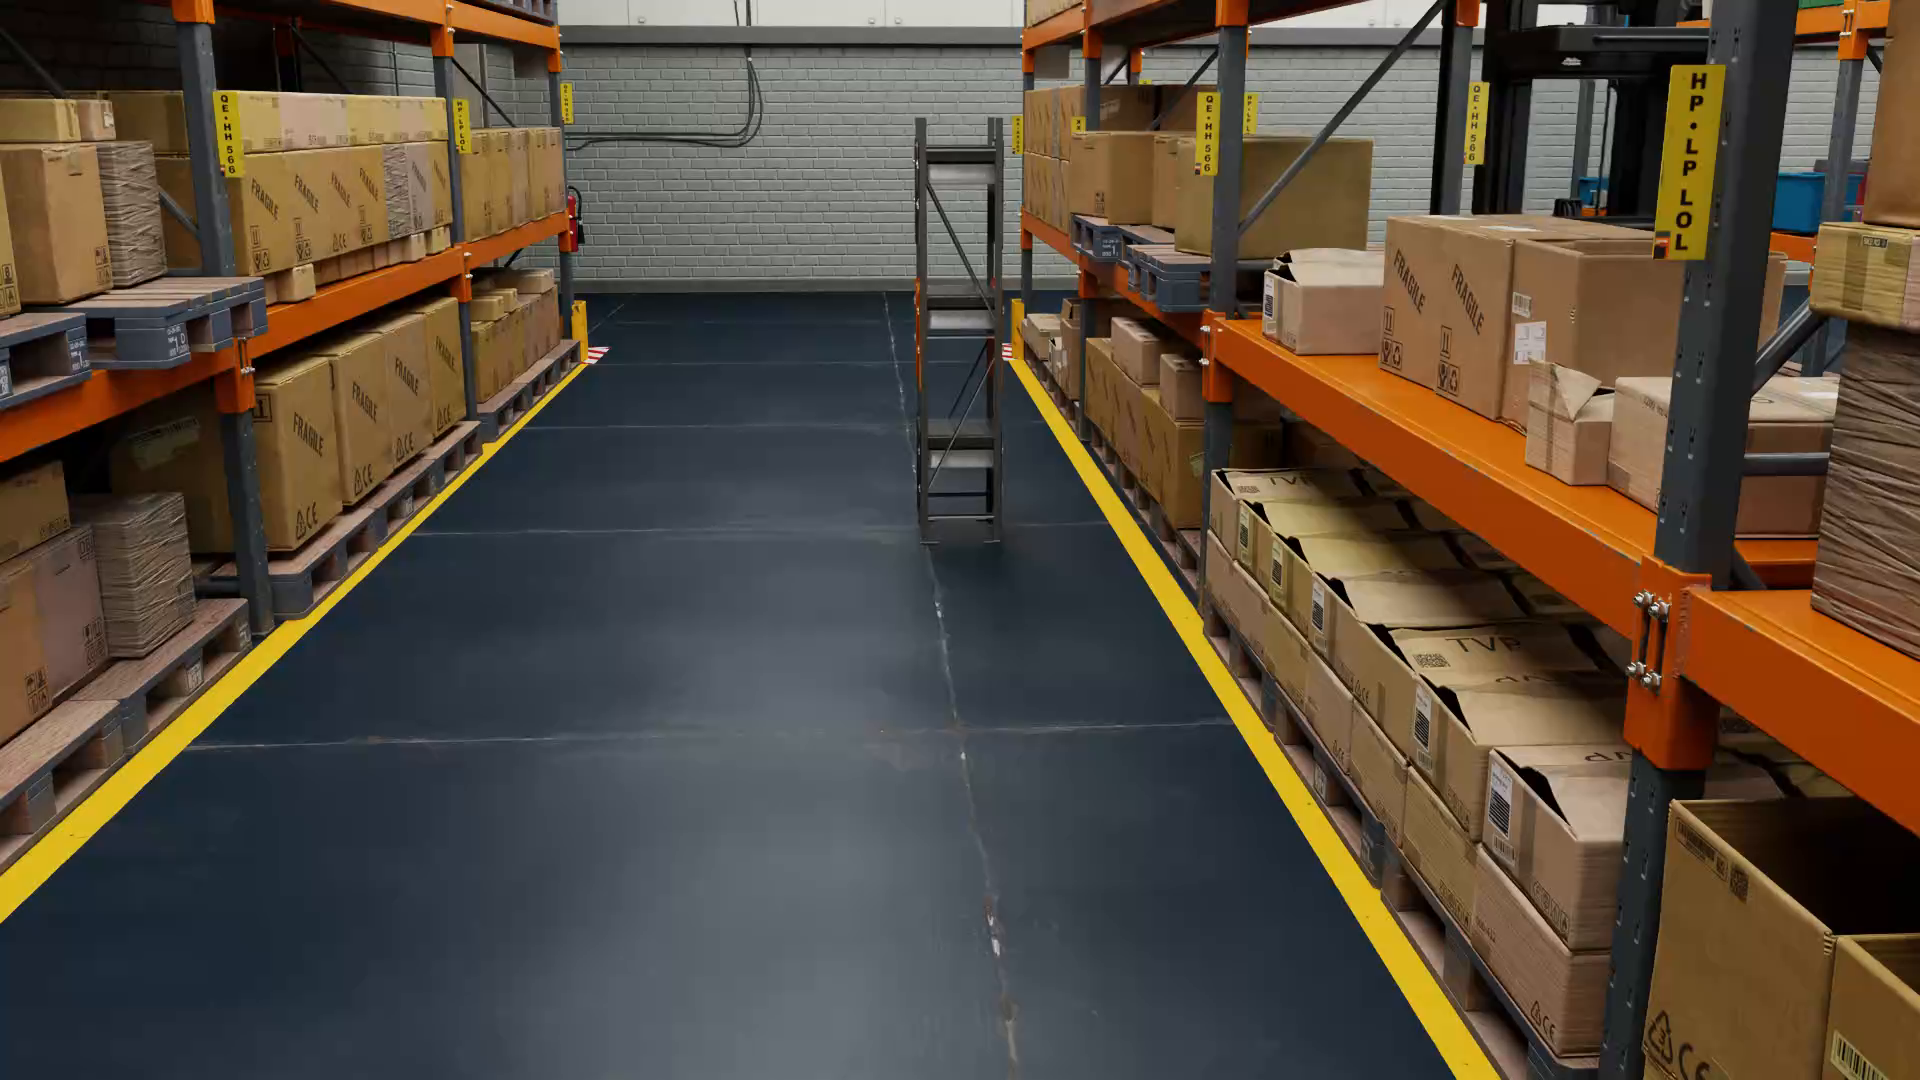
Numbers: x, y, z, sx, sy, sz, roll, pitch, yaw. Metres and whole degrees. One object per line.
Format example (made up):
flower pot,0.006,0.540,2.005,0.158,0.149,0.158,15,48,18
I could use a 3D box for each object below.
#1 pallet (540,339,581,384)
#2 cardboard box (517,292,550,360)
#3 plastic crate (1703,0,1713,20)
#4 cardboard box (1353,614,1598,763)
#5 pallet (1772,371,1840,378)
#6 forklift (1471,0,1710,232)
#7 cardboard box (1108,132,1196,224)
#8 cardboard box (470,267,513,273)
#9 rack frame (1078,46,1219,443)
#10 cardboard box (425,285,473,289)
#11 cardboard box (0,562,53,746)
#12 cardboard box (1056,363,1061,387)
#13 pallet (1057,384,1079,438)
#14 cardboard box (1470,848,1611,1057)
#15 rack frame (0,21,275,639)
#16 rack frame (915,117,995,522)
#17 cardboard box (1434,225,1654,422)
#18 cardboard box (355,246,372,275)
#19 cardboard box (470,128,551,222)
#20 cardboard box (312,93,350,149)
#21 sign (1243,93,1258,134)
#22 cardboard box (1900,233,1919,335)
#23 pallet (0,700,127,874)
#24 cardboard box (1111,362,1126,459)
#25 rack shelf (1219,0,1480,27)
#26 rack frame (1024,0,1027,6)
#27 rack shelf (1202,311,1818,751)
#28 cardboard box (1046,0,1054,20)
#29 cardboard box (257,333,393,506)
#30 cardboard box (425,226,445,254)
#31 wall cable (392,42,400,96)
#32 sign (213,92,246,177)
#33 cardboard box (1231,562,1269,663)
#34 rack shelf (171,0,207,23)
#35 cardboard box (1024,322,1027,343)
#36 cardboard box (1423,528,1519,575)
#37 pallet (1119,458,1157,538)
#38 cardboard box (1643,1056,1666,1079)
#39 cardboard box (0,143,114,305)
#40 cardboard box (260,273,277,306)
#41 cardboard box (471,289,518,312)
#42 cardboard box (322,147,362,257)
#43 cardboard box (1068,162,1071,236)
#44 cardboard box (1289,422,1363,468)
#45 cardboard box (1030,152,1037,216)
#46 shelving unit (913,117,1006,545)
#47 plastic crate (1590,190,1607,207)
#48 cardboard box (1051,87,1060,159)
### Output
pallet,-3.768,-1.492,13.903,1.003,0.211,1.213,-1,14,-3
cardboard box,-3.721,-1.736,13.428,0.700,0.500,0.500,-1,14,-4
plastic crate,5.822,-4.033,12.398,0.437,0.282,0.530,-1,14,-3
cardboard box,1.414,0.374,4.605,0.500,0.311,0.500,-1,14,-4
pallet,6.156,-1.030,12.107,1.003,0.211,1.213,-1,14,-3
forklift,3.128,-1.396,8.071,1.130,2.935,3.031,-1,14,-3
cardboard box,1.209,-2.083,9.561,0.700,0.500,0.500,1,14,5
cardboard box,-3.959,-2.203,13.940,0.380,0.149,0.250,-1,14,-3
rack frame,1.297,-2.123,10.758,1.000,3.000,0.127,-1,14,-3
cardboard box,-3.864,-1.825,12.470,0.380,0.149,0.250,-1,14,-4
cardboard box,-3.328,0.378,5.171,0.700,0.500,0.500,-1,14,-4
cardboard box,0.895,-1.185,11.951,0.380,0.149,0.250,-1,14,-3
pallet,1.255,-0.943,11.769,1.003,0.211,1.213,-1,14,-3
cardboard box,1.477,0.896,3.699,0.500,0.250,0.500,-1,14,-4
rack frame,-3.400,-1.051,6.591,1.000,3.000,0.127,-1,14,-3
rack frame,-0.025,-1.119,8.661,0.400,2.100,0.015,-1,14,-3
cardboard box,1.697,-0.629,4.749,0.500,0.500,0.500,-1,14,-3
cardboard box,-3.304,-1.471,8.688,0.380,0.149,0.250,0,14,-2
cardboard box,-3.797,-2.878,13.091,0.980,0.700,0.700,-1,14,-4
cardboard box,-3.239,-1.991,7.902,0.500,0.250,0.500,-1,14,-3
sign,1.850,-2.693,10.650,0.100,0.325,0.005,-1,14,-3
cardboard box,1.631,-0.364,2.418,0.380,0.149,0.250,-1,14,-3
pallet,-3.280,0.797,5.006,1.003,0.211,1.213,-1,14,-3
cardboard box,1.151,-0.745,9.534,0.500,0.500,0.500,-1,14,-3
rack shelf,1.668,-1.735,4.674,1.077,0.370,4.000,-1,14,-3
rack frame,1.049,-6.023,13.877,1.000,3.000,0.127,-1,14,-3
rack shelf,1.668,-0.282,5.048,1.077,0.370,4.000,-1,14,-3
cardboard box,0.915,-3.993,12.307,0.500,0.250,0.500,-1,14,-3
cardboard box,-3.362,-0.616,8.372,0.750,0.750,0.750,-1,14,-4
cardboard box,-3.305,-1.791,9.933,0.380,0.149,0.250,-1,14,-2
wall cable,-4.919,-3.836,15.378,0.084,1.984,1.851,-1,14,-3
sign,-2.858,-1.584,6.498,0.100,0.325,0.005,-1,14,-3
cardboard box,1.316,0.260,6.172,0.500,0.250,0.500,-1,14,-5
rack shelf,-3.276,-1.658,4.373,1.077,0.370,4.000,-1,14,-3
cardboard box,0.747,-1.787,14.255,0.380,0.166,0.250,-1,14,-3
cardboard box,1.890,0.110,5.630,0.500,0.311,0.500,-1,14,-4
pallet,1.463,-0.267,9.139,1.003,0.211,1.213,-1,14,-3
cardboard box,1.518,1.115,2.849,0.500,0.250,0.500,-1,14,-3
cardboard box,-3.299,-1.057,5.531,0.700,0.500,0.500,-2,15,-9
cardboard box,-3.196,-1.087,7.196,0.380,0.149,0.250,-1,14,-3
cardboard box,-3.463,-1.758,12.211,0.380,0.149,0.250,-1,14,-5
cardboard box,-3.227,-1.632,8.010,0.500,0.500,0.500,-1,14,-4
cardboard box,1.009,-2.292,11.213,0.500,0.500,0.500,-1,14,-3
cardboard box,1.801,-0.248,7.605,0.500,0.500,0.500,0,14,-1
cardboard box,0.850,-2.924,13.669,0.500,0.500,0.500,-1,14,-4
shelving unit,-0.010,-1.058,8.425,0.431,2.100,0.503,-1,14,-3
plastic crate,5.617,-2.947,14.370,0.250,0.136,0.298,-1,14,-3
cardboard box,0.941,-3.030,12.076,0.500,0.500,0.500,-1,14,-3
